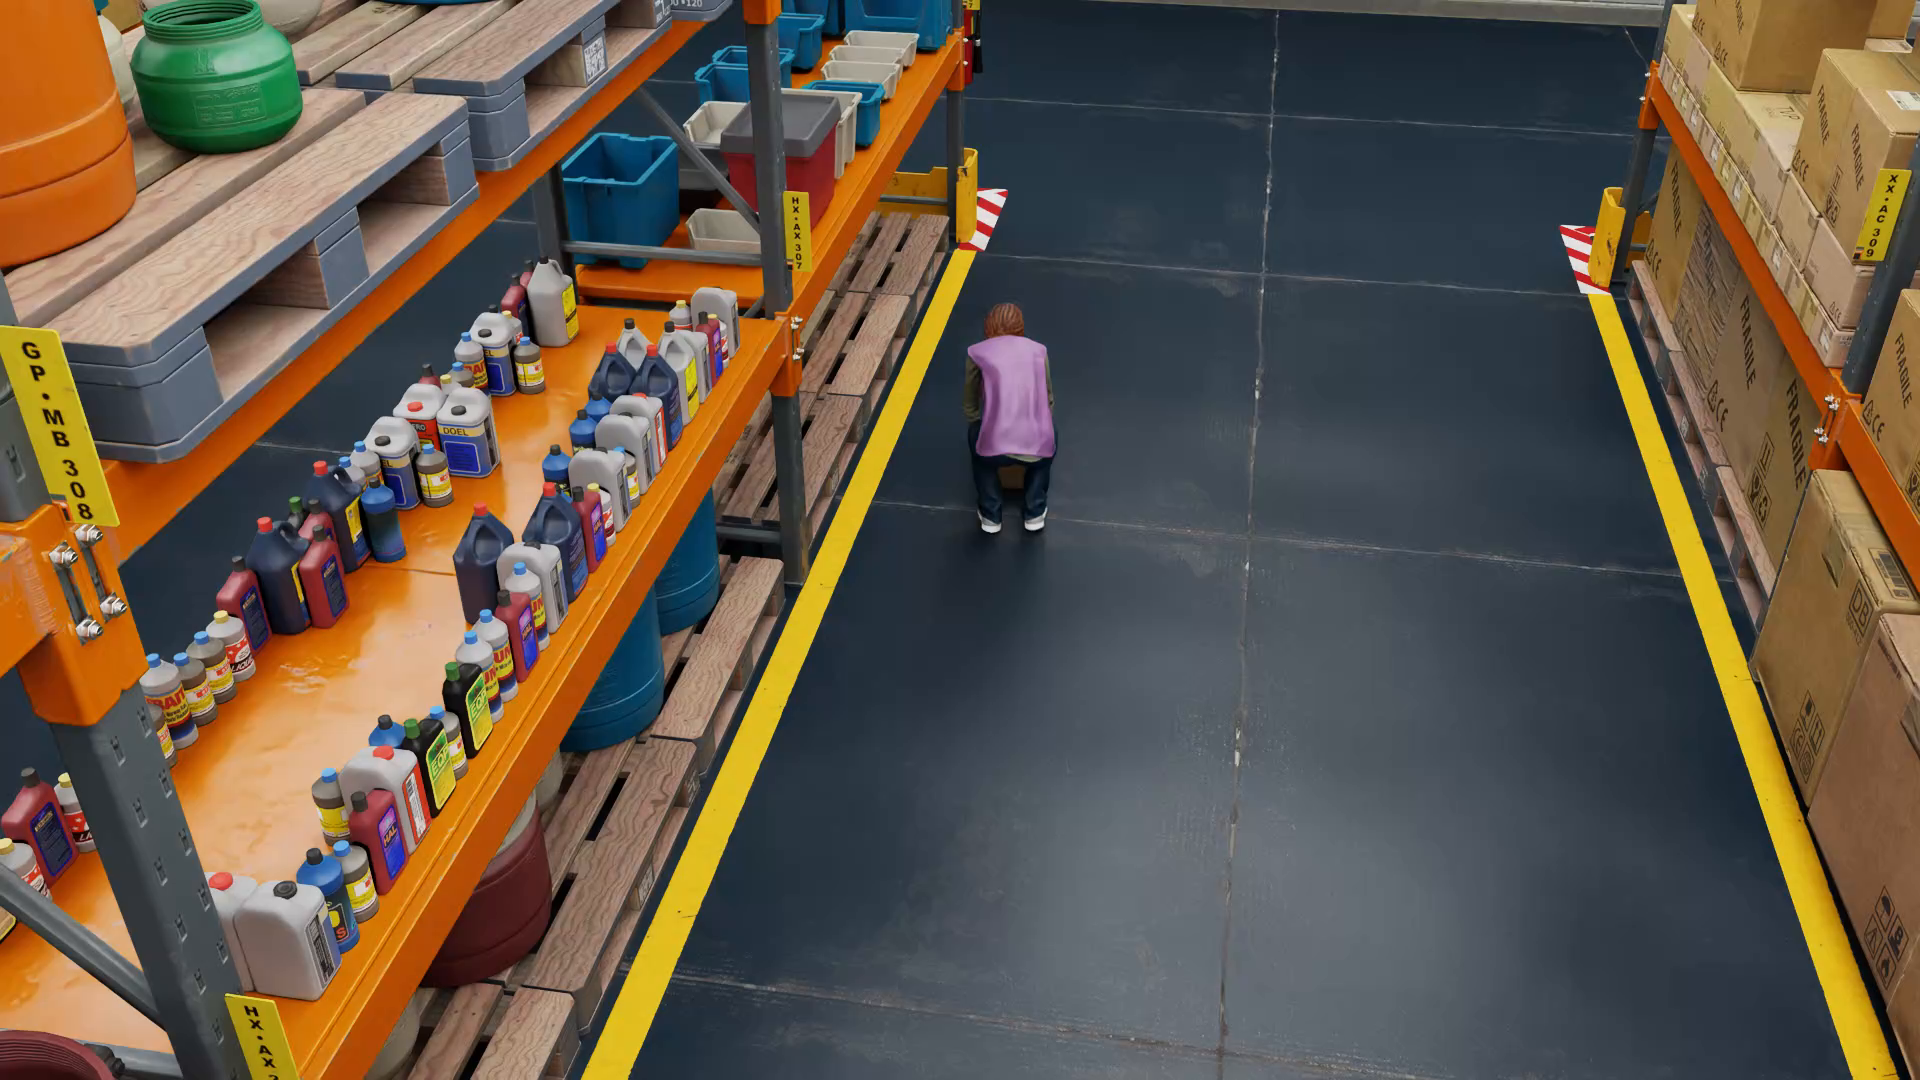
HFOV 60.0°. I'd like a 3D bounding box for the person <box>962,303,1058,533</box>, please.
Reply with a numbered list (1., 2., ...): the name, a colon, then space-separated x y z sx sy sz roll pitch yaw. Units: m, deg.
1. person: 0.225 -0.523 7.576 0.446 0.929 0.787 1 33 2
